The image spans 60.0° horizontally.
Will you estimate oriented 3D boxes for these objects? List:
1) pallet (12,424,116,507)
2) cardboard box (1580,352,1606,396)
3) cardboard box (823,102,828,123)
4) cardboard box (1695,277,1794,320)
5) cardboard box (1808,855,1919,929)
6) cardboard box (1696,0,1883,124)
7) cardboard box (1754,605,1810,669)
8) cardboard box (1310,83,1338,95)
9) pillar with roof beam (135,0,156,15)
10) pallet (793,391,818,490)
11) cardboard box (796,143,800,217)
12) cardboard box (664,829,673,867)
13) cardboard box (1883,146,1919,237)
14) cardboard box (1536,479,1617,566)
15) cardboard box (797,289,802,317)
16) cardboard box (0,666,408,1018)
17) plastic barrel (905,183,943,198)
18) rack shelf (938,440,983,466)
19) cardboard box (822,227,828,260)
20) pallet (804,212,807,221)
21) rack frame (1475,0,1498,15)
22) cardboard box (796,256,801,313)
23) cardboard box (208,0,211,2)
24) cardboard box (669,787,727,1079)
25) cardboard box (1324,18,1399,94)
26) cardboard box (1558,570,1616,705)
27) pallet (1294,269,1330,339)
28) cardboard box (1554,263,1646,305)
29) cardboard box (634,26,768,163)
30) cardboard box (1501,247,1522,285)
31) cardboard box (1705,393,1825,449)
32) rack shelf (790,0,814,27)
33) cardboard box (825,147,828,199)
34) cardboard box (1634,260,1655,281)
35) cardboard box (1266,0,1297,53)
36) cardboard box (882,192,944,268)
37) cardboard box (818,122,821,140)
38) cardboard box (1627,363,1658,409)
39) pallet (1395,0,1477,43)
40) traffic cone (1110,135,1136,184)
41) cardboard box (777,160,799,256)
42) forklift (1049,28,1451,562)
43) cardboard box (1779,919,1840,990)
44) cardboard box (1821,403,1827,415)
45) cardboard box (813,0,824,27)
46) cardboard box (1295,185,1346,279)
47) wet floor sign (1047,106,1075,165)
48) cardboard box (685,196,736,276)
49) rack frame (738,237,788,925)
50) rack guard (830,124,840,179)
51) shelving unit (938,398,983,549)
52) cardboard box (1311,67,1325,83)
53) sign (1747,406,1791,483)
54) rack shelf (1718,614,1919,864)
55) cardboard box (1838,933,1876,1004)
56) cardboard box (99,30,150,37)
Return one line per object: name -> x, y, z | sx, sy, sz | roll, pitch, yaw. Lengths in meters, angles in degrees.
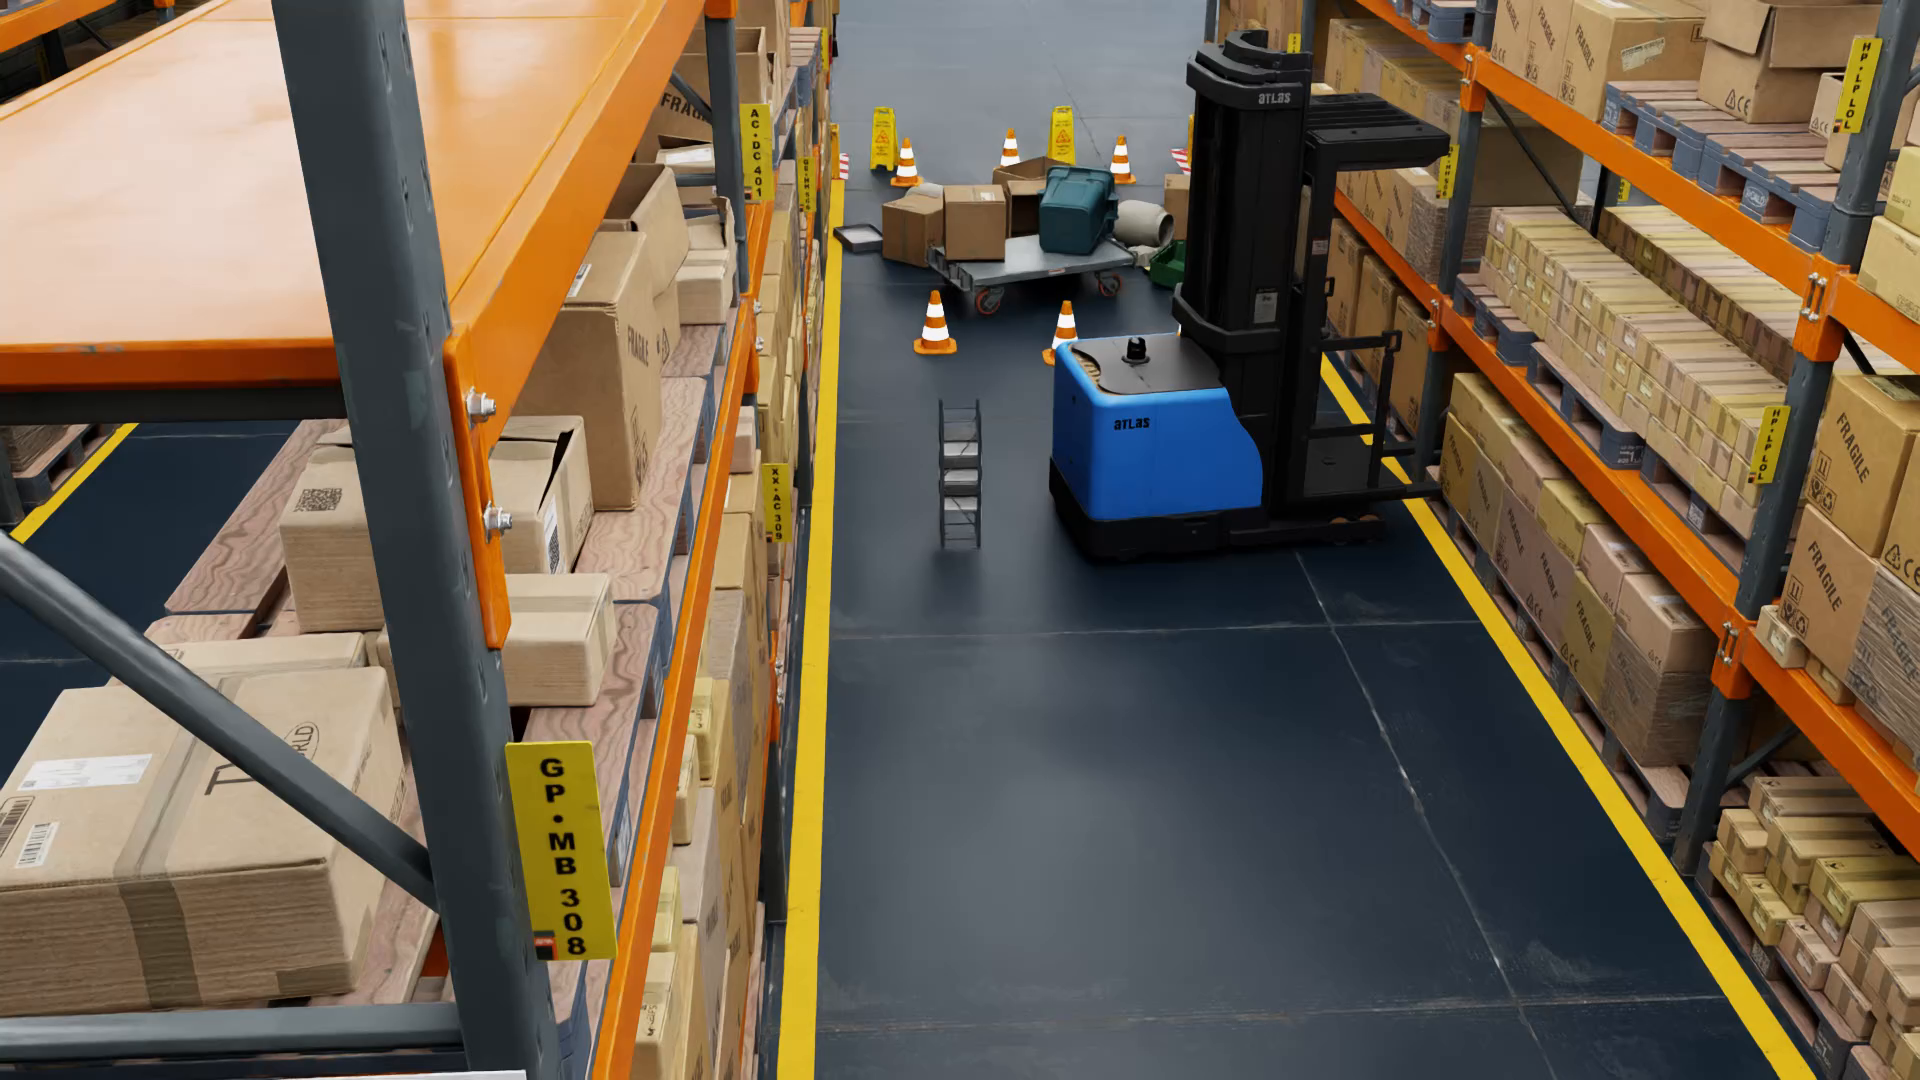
pallet -> -6.411, -0.575, 11.124 | 1.003, 0.211, 1.213 | -1, 28, -3
cardboard box -> 3.393, -0.849, 8.451 | 0.380, 0.149, 0.250 | -2, 28, -4
cardboard box -> -1.457, -4.064, 15.805 | 0.380, 0.149, 0.250 | 0, 28, 0
cardboard box -> 4.036, -1.244, 8.566 | 0.380, 0.149, 0.250 | 0, 28, 0
cardboard box -> 3.525, 1.352, 6.400 | 0.380, 0.149, 0.250 | -2, 28, -3
cardboard box -> 3.747, -2.149, 7.318 | 0.797, 0.503, 0.637 | -2, 28, -3
cardboard box -> 3.385, 0.379, 6.551 | 0.380, 0.149, 0.250 | 0, 28, -1
cardboard box -> 3.038, -3.360, 13.341 | 0.500, 0.500, 0.500 | -1, 28, -2
pillar with roof beam -> -3.389, -7.545, 14.986 | 9.100, 9.000, 0.400 | -1, 28, -3
pallet -> -1.490, -0.676, 11.318 | 1.003, 0.211, 1.213 | -1, 28, -3
cardboard box -> -1.243, -2.128, 10.202 | 0.500, 0.500, 0.500 | -2, 28, -4
cardboard box -> -0.857, 0.714, 3.747 | 0.380, 0.149, 0.250 | -1, 28, -2
cardboard box -> 3.482, -1.128, 5.547 | 0.500, 0.250, 0.500 | 0, 28, -1
cardboard box -> 3.350, -0.100, 8.637 | 0.500, 0.250, 0.500 | -3, 28, -5
cardboard box -> -1.165, -1.258, 9.580 | 0.500, 0.250, 0.500 | -2, 28, -4
cardboard box -> -1.146, 0.443, 2.513 | 0.500, 0.250, 0.500 | -4, 28, -7
plastic barrel -> -0.248, -3.187, 15.902 | 0.512, 0.421, 0.421 | 19, 33, 32
rack shelf -> 0.000, -0.525, 9.967 | 0.258, 0.077, 0.200 | -1, 28, -3
cardboard box -> -1.420, -2.645, 14.597 | 0.500, 0.250, 0.500 | -3, 28, -5
pallet -> -1.594, -2.380, 11.777 | 1.003, 0.211, 1.213 | -1, 28, -3
rack frame -> 3.488, -4.378, 8.913 | 1.000, 3.000, 0.127 | -1, 28, -3
cardboard box -> -1.171, -1.489, 9.483 | 0.500, 0.250, 0.500 | -1, 28, -3
cardboard box -> -6.976, -4.949, 15.364 | 0.380, 0.149, 0.250 | -1, 28, -1
cardboard box -> -0.842, 0.951, 3.994 | 0.500, 0.500, 0.500 | -2, 28, -3
cardboard box -> 3.311, -3.824, 13.148 | 0.700, 0.500, 0.500 | -2, 28, -4
cardboard box -> 3.380, 0.479, 8.337 | 0.500, 0.500, 0.500 | -2, 28, -4
pallet -> 3.394, -1.974, 13.807 | 1.003, 0.211, 1.213 | -1, 28, -3
cardboard box -> 3.373, -1.354, 8.776 | 0.380, 0.149, 0.250 | 0, 28, 0
cardboard box -> -0.998, -1.679, 6.420 | 0.500, 0.500, 0.500 | -2, 28, -4
cardboard box -> 3.329, -1.571, 9.515 | 0.380, 0.149, 0.250 | 0, 28, 0
cardboard box -> 3.466, -0.514, 7.166 | 0.380, 0.149, 0.250 | -2, 28, -4
rack shelf -> -1.555, -3.486, 11.225 | 1.077, 0.370, 4.000 | -1, 28, -3
cardboard box -> -1.460, -3.224, 14.897 | 0.500, 0.500, 0.500 | 0, 28, -1
cardboard box -> 4.000, -1.463, 9.307 | 0.380, 0.149, 0.250 | -1, 28, -1
cardboard box -> 3.149, -4.533, 14.367 | 0.875, 0.550, 0.550 | -1, 28, -3
cardboard box -> -0.356, -2.819, 15.113 | 0.500, 0.500, 0.500 | 19, 33, 32
cardboard box -> -1.355, -3.441, 13.875 | 0.380, 0.149, 0.250 | -2, 28, -3
cardboard box -> 3.423, -0.739, 7.919 | 0.380, 0.149, 0.250 | -3, 28, -5
pallet -> 3.401, -3.260, 10.218 | 1.213, 0.211, 1.003 | 0, 28, 0
traffic cone -> 1.680, -4.008, 17.434 | 0.336, 0.463, 0.334 | -1, 28, -3
cardboard box -> -1.162, -1.807, 9.282 | 0.500, 0.500, 0.500 | -2, 28, -4
forklift -> 2.144, -1.502, 9.960 | 3.031, 2.935, 1.130 | -5, 28, -10
cardboard box -> 3.474, 1.620, 6.530 | 0.380, 0.149, 0.250 | -2, 28, -3
cardboard box -> 4.106, -0.509, 7.479 | 0.380, 0.149, 0.250 | -1, 28, -1
cardboard box -> -1.466, -4.227, 13.600 | 0.700, 0.500, 0.500 | -2, 28, -3
cardboard box -> 3.401, -2.469, 13.720 | 1.050, 0.750, 0.750 | -2, 28, -3
wet floor sign -> 1.091, -4.334, 17.862 | 0.267, 0.644, 0.232 | -6, 28, -11
cardboard box -> -0.888, -0.918, 5.106 | 0.396, 0.266, 0.258 | -1, 28, -1
rack frame -> -1.241, 0.295, 6.440 | 1.000, 3.000, 0.127 | -1, 28, -3
rack guard -> -1.864, -4.103, 17.576 | 1.175, 0.500, 0.348 | -1, 28, -3
shelving unit -> 0.000, -0.395, 10.035 | 0.258, 0.900, 0.210 | -1, 28, -3
cardboard box -> 3.248, -3.802, 14.133 | 0.875, 0.550, 0.550 | -1, 28, -3
sign -> 3.143, -0.369, 6.462 | 0.100, 0.325, 0.005 | -1, 28, -3
rack shelf -> 3.801, 1.372, 5.154 | 1.077, 0.370, 4.000 | -1, 28, -3
cardboard box -> 3.559, 1.601, 6.243 | 0.380, 0.149, 0.250 | -3, 28, -5
cardboard box -> -6.933, -4.120, 13.775 | 0.380, 0.149, 0.250 | -2, 28, -3
